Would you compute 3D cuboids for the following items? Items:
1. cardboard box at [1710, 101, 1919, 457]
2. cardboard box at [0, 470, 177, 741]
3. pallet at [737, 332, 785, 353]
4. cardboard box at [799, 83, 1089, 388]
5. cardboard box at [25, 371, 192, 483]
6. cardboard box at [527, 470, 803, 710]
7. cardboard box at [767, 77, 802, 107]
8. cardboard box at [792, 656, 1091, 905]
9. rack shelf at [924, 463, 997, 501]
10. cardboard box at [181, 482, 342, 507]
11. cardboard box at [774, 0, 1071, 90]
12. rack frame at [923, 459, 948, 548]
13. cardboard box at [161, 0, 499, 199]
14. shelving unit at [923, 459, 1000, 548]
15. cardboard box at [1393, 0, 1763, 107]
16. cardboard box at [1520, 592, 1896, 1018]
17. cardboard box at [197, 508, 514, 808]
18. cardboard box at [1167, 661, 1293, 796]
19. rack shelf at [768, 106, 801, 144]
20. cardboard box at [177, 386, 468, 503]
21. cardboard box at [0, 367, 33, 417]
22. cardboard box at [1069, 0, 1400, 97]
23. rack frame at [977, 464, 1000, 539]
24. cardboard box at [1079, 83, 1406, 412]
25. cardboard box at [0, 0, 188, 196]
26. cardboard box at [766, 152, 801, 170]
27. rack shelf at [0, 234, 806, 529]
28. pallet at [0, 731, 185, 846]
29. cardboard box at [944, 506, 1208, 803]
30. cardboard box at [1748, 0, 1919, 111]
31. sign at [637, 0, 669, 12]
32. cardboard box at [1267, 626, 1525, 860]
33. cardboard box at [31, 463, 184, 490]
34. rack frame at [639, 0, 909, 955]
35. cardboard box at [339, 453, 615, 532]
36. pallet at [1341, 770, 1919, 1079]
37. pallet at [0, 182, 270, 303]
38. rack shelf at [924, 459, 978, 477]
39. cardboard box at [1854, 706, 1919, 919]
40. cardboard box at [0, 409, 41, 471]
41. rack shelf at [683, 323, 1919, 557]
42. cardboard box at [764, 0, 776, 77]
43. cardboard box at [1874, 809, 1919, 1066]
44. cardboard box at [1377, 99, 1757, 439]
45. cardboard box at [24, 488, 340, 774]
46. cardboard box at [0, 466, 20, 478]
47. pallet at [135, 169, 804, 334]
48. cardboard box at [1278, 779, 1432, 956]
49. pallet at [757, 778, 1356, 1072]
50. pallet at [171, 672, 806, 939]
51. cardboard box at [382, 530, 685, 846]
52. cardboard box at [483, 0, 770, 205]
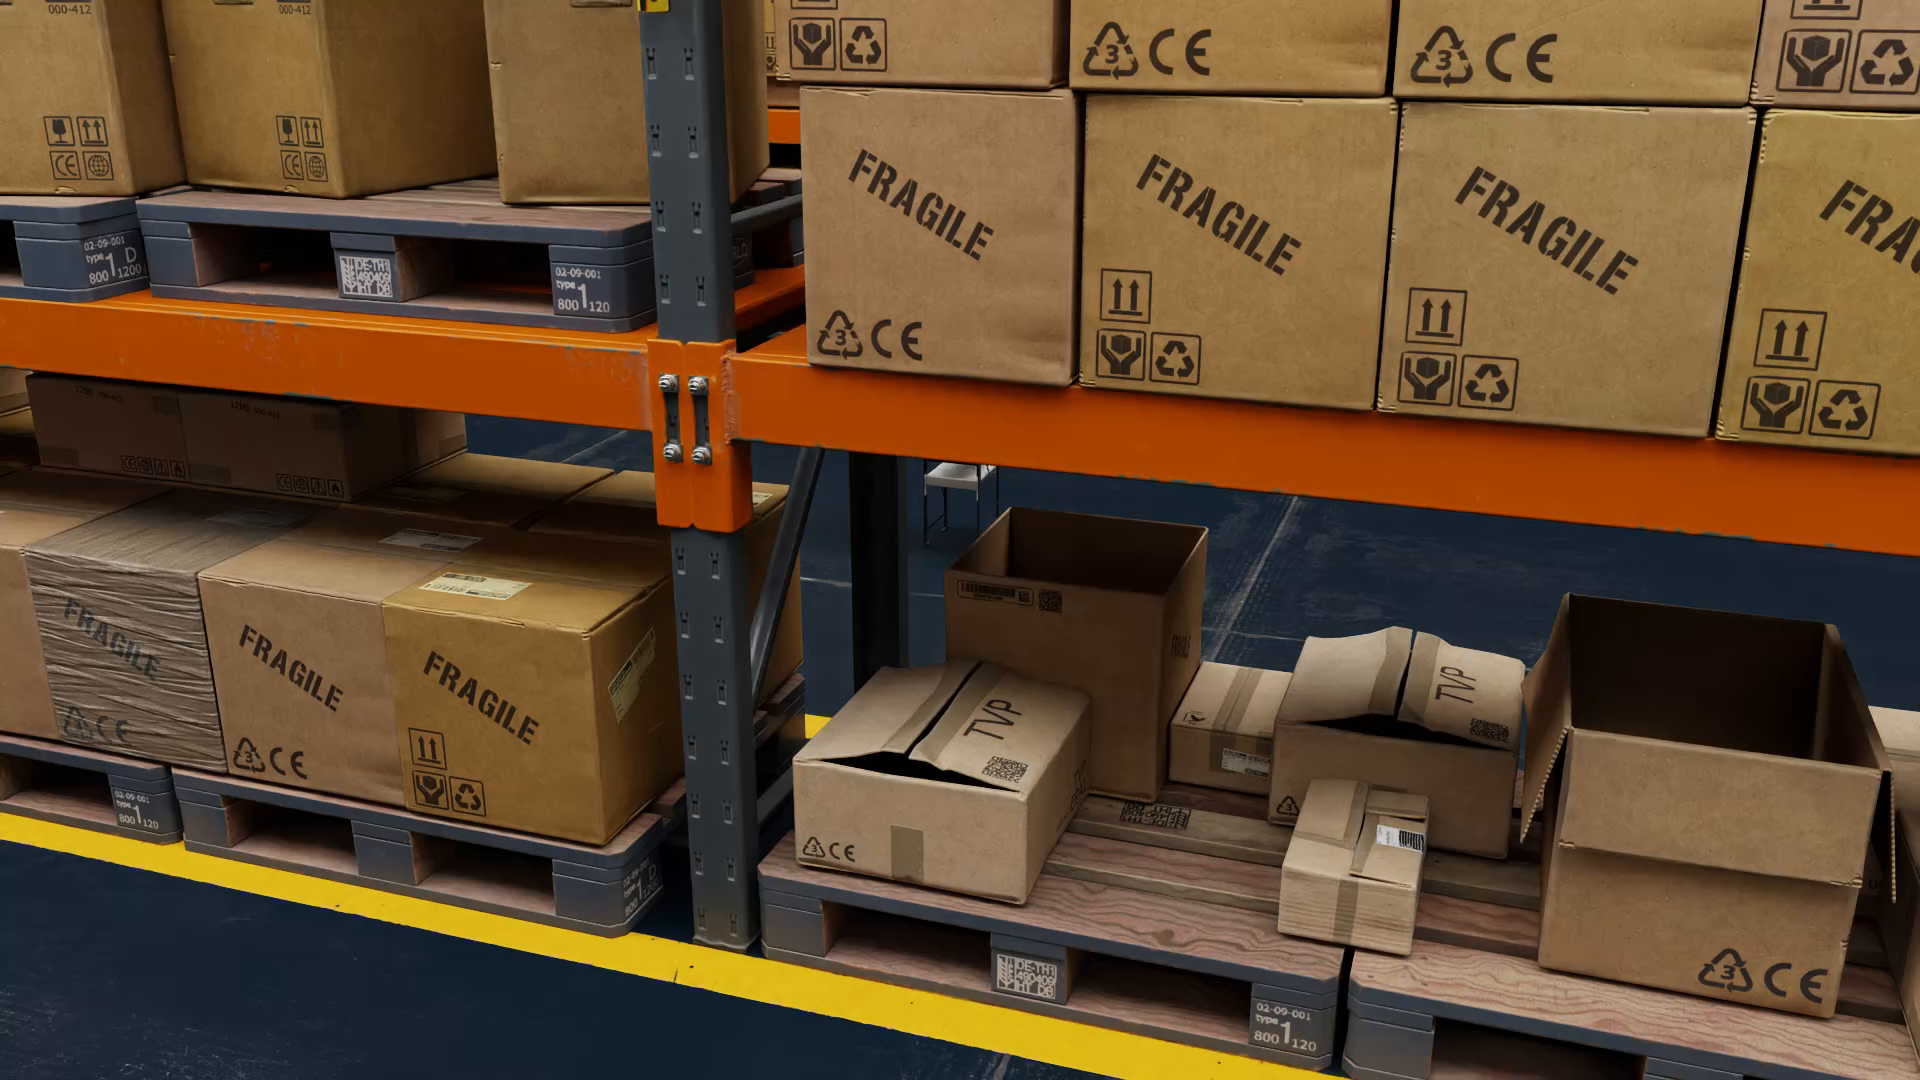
[{"bbox_3d":[1.478,-0.439,2.625,0.500,0.500,0.500,6,20,17],"label":"cardboard box"},{"bbox_3d":[-2.331,0.149,4.220,0.500,0.500,0.500,6,20,16],"label":"cardboard box"},{"bbox_3d":[-0.639,-1.110,8.939,1.213,0.211,1.003,7,20,18],"label":"pallet"},{"bbox_3d":[0.040,-0.602,3.094,0.500,0.500,0.500,7,20,19],"label":"cardboard box"},{"bbox_3d":[-2.147,-0.366,4.560,0.500,0.250,0.500,6,20,17],"label":"cardboard box"},{"bbox_3d":[-0.729,0.150,4.218,0.500,0.500,0.500,6,20,16],"label":"cardboard box"},{"bbox_3d":[-0.820,-2.288,8.435,0.250,0.149,0.380,7,20,18],"label":"cardboard box"},{"bbox_3d":[-0.026,0.480,3.559,0.500,0.311,0.500,7,20,18],"label":"cardboard box"},{"bbox_3d":[0.008,-0.223,5.996,0.200,0.077,0.258,7,20,18],"label":"rack shelf"},{"bbox_3d":[-1.706,0.039,4.535,0.500,0.500,0.500,7,20,19],"label":"cardboard box"},{"bbox_3d":[0.001,-1.076,2.934,0.500,0.500,0.500,7,20,19],"label":"cardboard box"},{"bbox_3d":[-0.088,-0.435,5.957,0.006,0.900,0.240,7,20,18],"label":"rack frame"},{"bbox_3d":[-1.396,-1.115,3.929,0.500,0.500,0.700,10,22,27],"label":"cardboard box"},{"bbox_3d":[0.008,-0.424,5.926,0.210,0.900,0.258,7,20,18],"label":"shelving unit"},{"bbox_3d":[0.974,-0.964,2.615,0.500,0.500,0.500,6,20,16],"label":"cardboard box"},{"bbox_3d":[1.425,0.478,3.273,0.637,0.503,0.797,7,20,18],"label":"cardboard box"},{"bbox_3d":[-1.376,0.258,3.909,0.500,0.500,0.500,7,20,18],"label":"cardboard box"},{"bbox_3d":[0.654,0.439,3.922,0.250,0.149,0.380,7,20,18],"label":"cardboard box"},{"bbox_3d":[-0.619,-2.112,8.670,4.000,0.370,1.077,7,20,18],"label":"rack shelf"},{"bbox_3d":[-1.673,-0.312,4.405,0.500,0.250,0.500,7,20,18],"label":"cardboard box"},{"bbox_3d":[-3.115,-0.475,4.873,0.500,0.250,0.500,7,21,20],"label":"cardboard box"},{"bbox_3d":[0.489,-1.020,2.774,0.500,0.500,0.500,6,20,16],"label":"cardboard box"},{"bbox_3d":[0.104,-0.413,5.894,0.006,0.900,0.240,7,20,18],"label":"rack frame"},{"bbox_3d":[0.525,-0.548,2.939,0.500,0.500,0.500,7,20,19],"label":"cardboard box"},{"bbox_3d":[-2.041,-1.112,3.919,0.500,0.500,0.700,1,19,4],"label":"cardboard box"},{"bbox_3d":[-1.031,-1.634,8.834,0.750,0.750,0.750,6,20,18],"label":"cardboard box"},{"bbox_3d":[-2.241,-0.571,4.250,4.000,0.370,1.077,7,20,18],"label":"rack shelf"},{"bbox_3d":[-2.289,0.415,4.566,1.213,0.211,1.003,7,20,18],"label":"pallet"},{"bbox_3d":[0.280,0.251,3.927,0.500,0.500,0.500,7,20,18],"label":"cardboard box"},{"bbox_3d":[1.462,-0.909,2.455,0.500,0.500,0.500,7,20,20],"label":"cardboard box"},{"bbox_3d":[-0.530,-1.068,2.825,0.005,0.325,0.100,7,20,18],"label":"sign"},{"bbox_3d":[0.988,0.422,3.726,0.500,0.311,0.500,7,20,18],"label":"cardboard box"},{"bbox_3d":[-2.183,-0.015,4.692,0.500,0.500,0.500,6,20,16],"label":"cardboard box"},{"bbox_3d":[-0.352,-0.695,3.512,0.127,3.000,1.000,7,20,18],"label":"rack frame"},{"bbox_3d":[-1.236,0.096,4.373,0.500,0.500,0.500,7,20,19],"label":"cardboard box"},{"bbox_3d":[1.453,0.828,3.381,1.213,0.211,1.003,7,20,18],"label":"pallet"},{"bbox_3d":[-2.292,-0.827,4.184,1.213,0.211,1.003,7,20,18],"label":"pallet"},{"bbox_3d":[0.008,-0.308,5.966,0.200,0.077,0.258,7,20,18],"label":"rack shelf"},{"bbox_3d":[2.062,0.573,3.384,0.500,0.250,0.500,7,20,18],"label":"cardboard box"},{"bbox_3d":[-2.681,-0.070,4.849,0.500,0.500,0.500,6,20,16],"label":"cardboard box"},{"bbox_3d":[1.538,-0.139,3.010,4.000,0.370,1.077,7,20,18],"label":"rack shelf"},{"bbox_3d":[-0.679,-2.565,8.244,0.500,0.500,0.500,7,20,20],"label":"cardboard box"},{"bbox_3d":[1.945,0.734,2.922,0.500,0.250,0.500,7,20,18],"label":"cardboard box"},{"bbox_3d":[0.997,-0.493,2.782,0.500,0.500,0.500,6,20,18],"label":"cardboard box"},{"bbox_3d":[-1.850,0.203,4.065,0.500,0.500,0.500,7,20,19],"label":"cardboard box"},{"bbox_3d":[-2.825,0.094,4.377,0.500,0.500,0.500,6,20,17],"label":"cardboard box"},{"bbox_3d":[-1.071,-0.724,3.888,1.213,0.211,1.003,7,20,18],"label":"pallet"},{"bbox_3d":[0.794,0.638,3.324,0.250,0.166,0.380,7,20,18],"label":"cardboard box"},{"bbox_3d":[0.297,0.697,3.757,1.213,0.211,1.003,7,20,18],"label":"pallet"},{"bbox_3d":[-1.132,0.546,4.189,1.213,0.211,1.003,7,20,18],"label":"pallet"},{"bbox_3d":[-0.912,0.314,3.748,0.500,0.500,0.500,6,20,18],"label":"cardboard box"},{"bbox_3d":[-0.726,-1.061,3.773,0.500,0.500,0.700,0,19,0],"label":"cardboard box"}]
